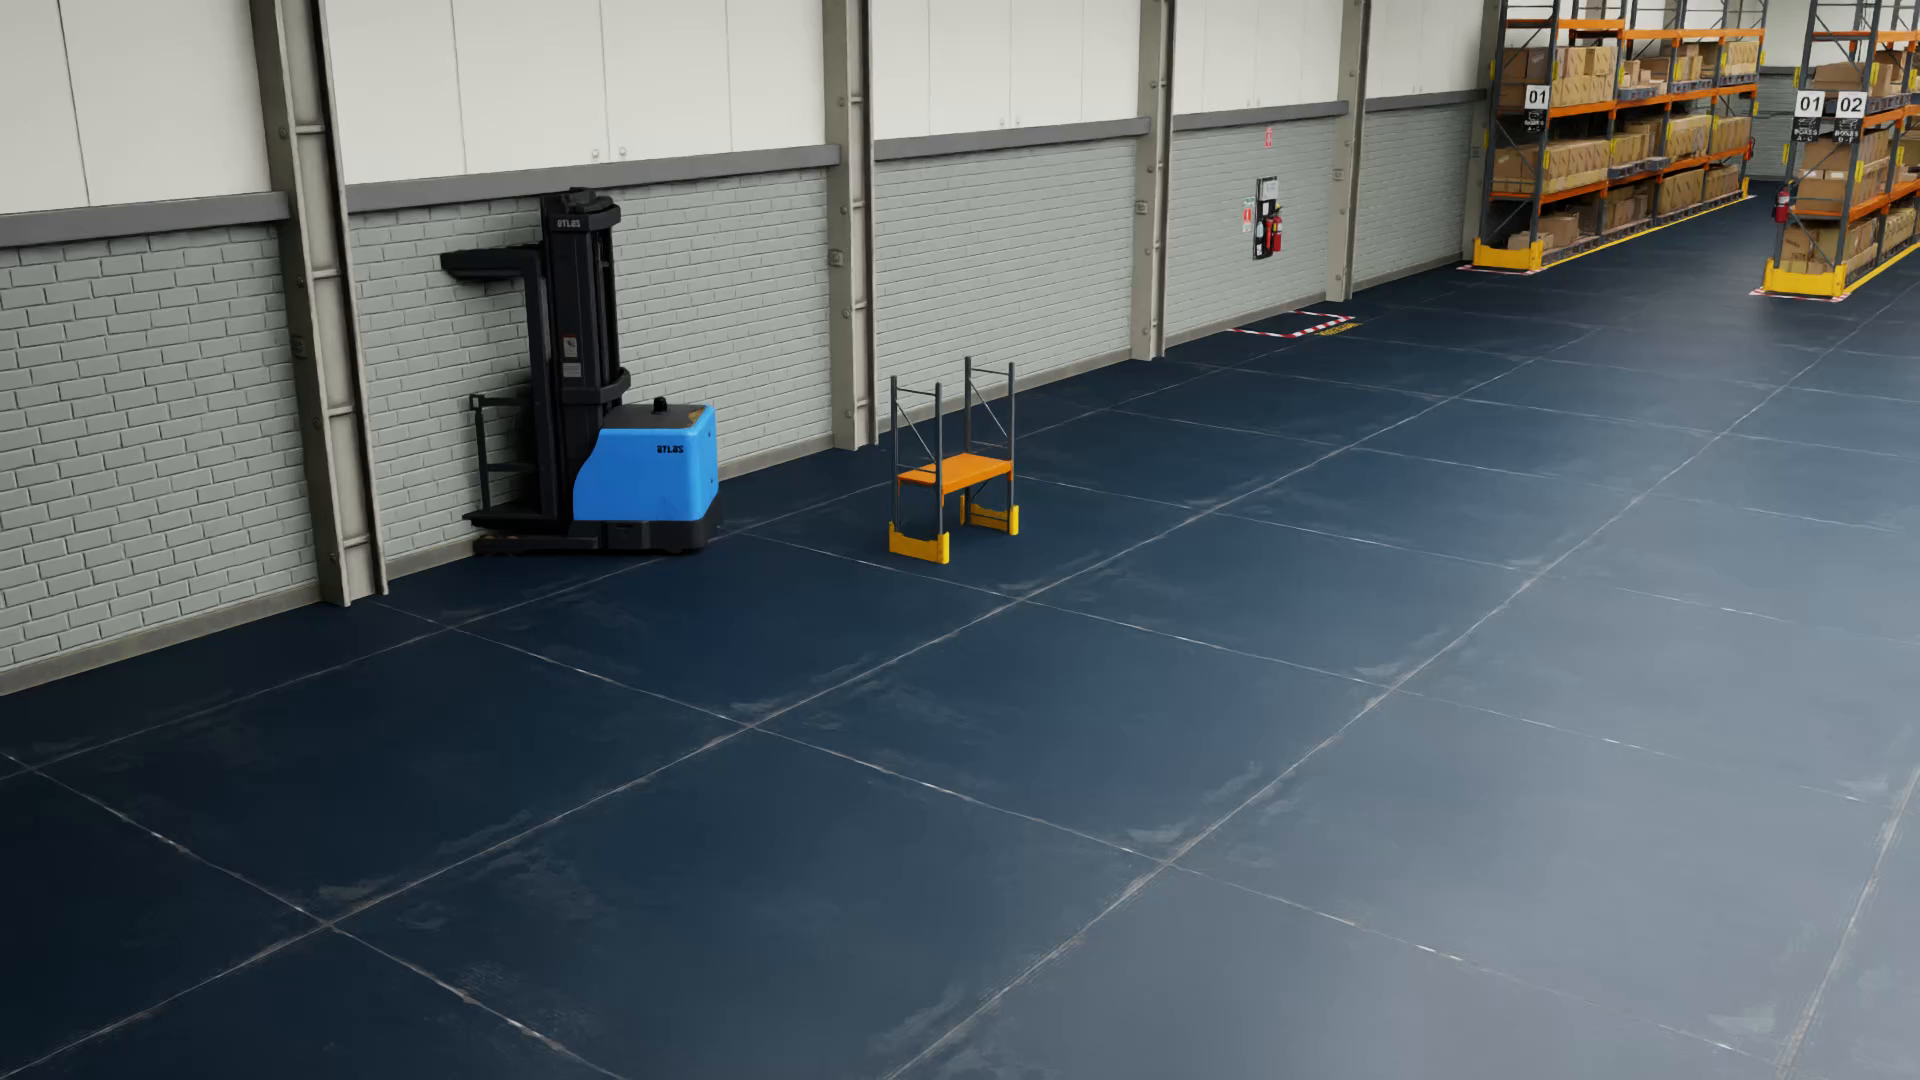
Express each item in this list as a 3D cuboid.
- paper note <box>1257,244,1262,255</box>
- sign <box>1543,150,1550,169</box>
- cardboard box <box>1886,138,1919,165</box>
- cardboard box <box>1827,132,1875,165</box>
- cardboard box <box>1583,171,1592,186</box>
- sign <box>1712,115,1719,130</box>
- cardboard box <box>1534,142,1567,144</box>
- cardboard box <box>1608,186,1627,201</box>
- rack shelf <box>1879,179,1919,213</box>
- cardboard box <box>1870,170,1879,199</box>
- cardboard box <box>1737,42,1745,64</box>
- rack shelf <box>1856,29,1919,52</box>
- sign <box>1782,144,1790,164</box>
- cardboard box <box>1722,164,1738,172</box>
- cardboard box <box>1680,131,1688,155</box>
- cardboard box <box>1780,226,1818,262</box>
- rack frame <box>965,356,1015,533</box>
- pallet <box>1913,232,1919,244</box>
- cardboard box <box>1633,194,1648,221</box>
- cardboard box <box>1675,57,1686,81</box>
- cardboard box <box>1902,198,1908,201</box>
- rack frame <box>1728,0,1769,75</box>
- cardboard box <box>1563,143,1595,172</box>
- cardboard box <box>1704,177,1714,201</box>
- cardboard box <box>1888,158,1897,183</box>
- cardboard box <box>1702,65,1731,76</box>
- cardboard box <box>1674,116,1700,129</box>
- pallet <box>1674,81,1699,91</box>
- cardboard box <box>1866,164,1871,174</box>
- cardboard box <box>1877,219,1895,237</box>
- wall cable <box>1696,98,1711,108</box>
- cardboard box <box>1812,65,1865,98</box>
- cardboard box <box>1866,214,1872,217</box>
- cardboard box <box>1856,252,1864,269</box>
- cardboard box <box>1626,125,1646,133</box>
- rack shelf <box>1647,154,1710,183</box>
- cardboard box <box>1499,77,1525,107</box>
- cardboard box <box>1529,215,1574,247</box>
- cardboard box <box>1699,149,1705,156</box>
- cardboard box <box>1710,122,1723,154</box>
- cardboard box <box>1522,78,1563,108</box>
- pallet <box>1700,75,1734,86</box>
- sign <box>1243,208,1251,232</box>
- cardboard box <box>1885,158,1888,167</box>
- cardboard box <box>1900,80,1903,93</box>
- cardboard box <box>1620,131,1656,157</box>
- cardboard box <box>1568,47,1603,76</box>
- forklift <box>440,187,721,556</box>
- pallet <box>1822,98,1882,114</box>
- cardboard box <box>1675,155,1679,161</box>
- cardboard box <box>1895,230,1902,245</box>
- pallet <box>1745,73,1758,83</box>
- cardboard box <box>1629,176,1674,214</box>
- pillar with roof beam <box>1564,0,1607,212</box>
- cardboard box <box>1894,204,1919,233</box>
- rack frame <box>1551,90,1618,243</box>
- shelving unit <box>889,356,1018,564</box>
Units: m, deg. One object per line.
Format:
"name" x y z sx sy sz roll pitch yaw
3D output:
"paper note" 4.389 -4.253 24.366 0.016 0.148 0.142 12 21 35
"sign" 10.342 -6.712 29.342 0.100 0.325 0.005 12 21 35
"cardboard box" 18.938 -7.844 33.569 0.700 0.500 0.500 5 18 16
"cardboard box" 15.114 -6.675 28.325 0.700 0.500 0.500 12 21 35
"cardboard box" 11.660 -6.879 31.558 0.500 0.250 0.500 12 21 34
"sign" 17.498 -9.675 38.521 0.100 0.325 0.005 12 21 35
"cardboard box" 11.229 -7.328 31.739 0.500 0.500 0.500 13 22 36
"cardboard box" 13.593 -7.246 34.728 0.500 0.250 0.500 12 21 34
"rack shelf" 17.462 -6.606 31.671 1.077 0.370 4.000 12 21 35
"cardboard box" 15.701 -6.287 29.264 0.700 0.500 0.500 12 21 34
"cardboard box" 18.297 -11.583 39.538 0.500 0.500 0.500 13 21 35
"rack shelf" 17.462 -9.280 30.841 1.077 0.370 4.000 12 21 35
"sign" 13.459 -6.286 27.075 0.100 0.325 0.005 12 21 35
"cardboard box" 19.172 -9.275 41.467 0.380 0.149 0.250 12 21 34
"cardboard box" 15.784 -8.811 36.856 0.500 0.500 0.500 12 21 34
"cardboard box" 13.967 -4.946 27.778 0.500 0.500 0.500 12 21 35
"rack frame" 0.252 -0.817 14.346 0.500 1.500 0.032 12 21 35
"pallet" 19.128 -6.265 34.063 1.003 0.211 1.213 12 21 35
"cardboard box" 14.286 -7.136 35.638 0.700 0.500 0.500 13 21 35
"cardboard box" 15.529 -10.381 36.647 0.700 0.500 0.500 14 22 37
"cardboard box" 19.638 -6.956 35.058 0.500 0.500 0.500 11 21 33
"rack frame" 19.439 -13.071 41.161 1.000 3.000 0.127 12 21 35
"cardboard box" 11.654 -7.238 31.450 0.500 0.500 0.500 12 21 33
"cardboard box" 17.584 -8.420 39.806 0.700 0.500 0.500 13 21 35
"cardboard box" 17.353 -6.946 31.384 0.500 0.500 0.500 12 21 35
"cardboard box" 17.679 -10.980 38.863 0.500 0.250 0.500 12 21 35
"cardboard box" 16.367 -9.412 37.528 0.500 0.250 0.500 13 21 36
"pallet" 15.678 -10.072 36.881 1.003 0.211 1.213 14 22 37
"cardboard box" 15.210 -6.299 28.209 0.380 0.149 0.250 13 21 35
"cardboard box" 17.019 -5.801 30.849 0.500 0.311 0.500 12 21 34
"wall cable" 19.443 -11.163 43.420 0.084 1.984 1.851 12 21 35
"cardboard box" 14.232 -7.406 26.858 0.797 0.503 0.637 14 22 38
"cardboard box" 17.187 -6.138 31.934 0.500 0.311 0.500 12 21 34
"cardboard box" 15.280 -4.853 28.742 0.500 0.250 0.500 12 21 35
"cardboard box" 14.311 -8.701 35.201 0.380 0.149 0.250 9 19 26
"rack shelf" 15.864 -8.433 37.555 1.077 0.370 4.000 12 21 35
"cardboard box" 9.951 -8.029 29.780 0.500 0.500 0.500 14 22 39
"cardboard box" 11.207 -5.862 31.535 0.700 0.500 0.500 11 20 31
"cardboard box" 16.951 -8.948 38.389 0.380 0.149 0.250 13 21 36
"cardboard box" 17.392 -9.523 39.345 0.980 0.700 0.700 13 21 36
"cardboard box" 10.306 -7.920 29.430 0.500 0.500 0.500 13 22 36
"pallet" 17.552 -10.836 39.172 1.003 0.211 1.213 12 21 35
"sign" 4.138 -4.607 23.962 0.001 0.329 0.234 12 21 35
"cardboard box" 16.280 -6.728 29.589 0.380 0.149 0.250 12 21 35
"cardboard box" 16.970 -8.311 30.436 0.500 0.250 0.500 10 20 29
"cardboard box" 14.401 -8.444 35.468 0.700 0.500 0.500 10 20 28
"cardboard box" 11.588 -8.889 30.864 0.500 0.500 0.500 12 21 33
"forklift" -3.630 -1.421 13.879 3.031 2.935 1.130 0 17 1
"pallet" 14.329 -7.075 27.059 1.003 0.211 1.213 12 21 35
"cardboard box" 15.799 -8.539 37.072 0.380 0.149 0.250 13 21 36
"cardboard box" 17.625 -5.779 31.724 0.500 0.250 0.500 13 21 36
"pallet" 19.006 -11.417 41.044 1.003 0.211 1.213 12 21 35
"cardboard box" 15.216 -7.626 36.660 0.750 0.750 0.750 12 21 34
"pillar with roof beam" 16.661 -10.248 32.070 9.100 9.000 0.400 12 21 35
"cardboard box" 19.154 -6.500 33.591 0.500 0.500 0.500 14 22 37
"rack frame" 12.289 -7.348 32.847 1.000 3.000 0.127 12 21 35
"shelving unit" -0.045 -0.698 13.963 0.587 1.500 1.083 12 21 35
